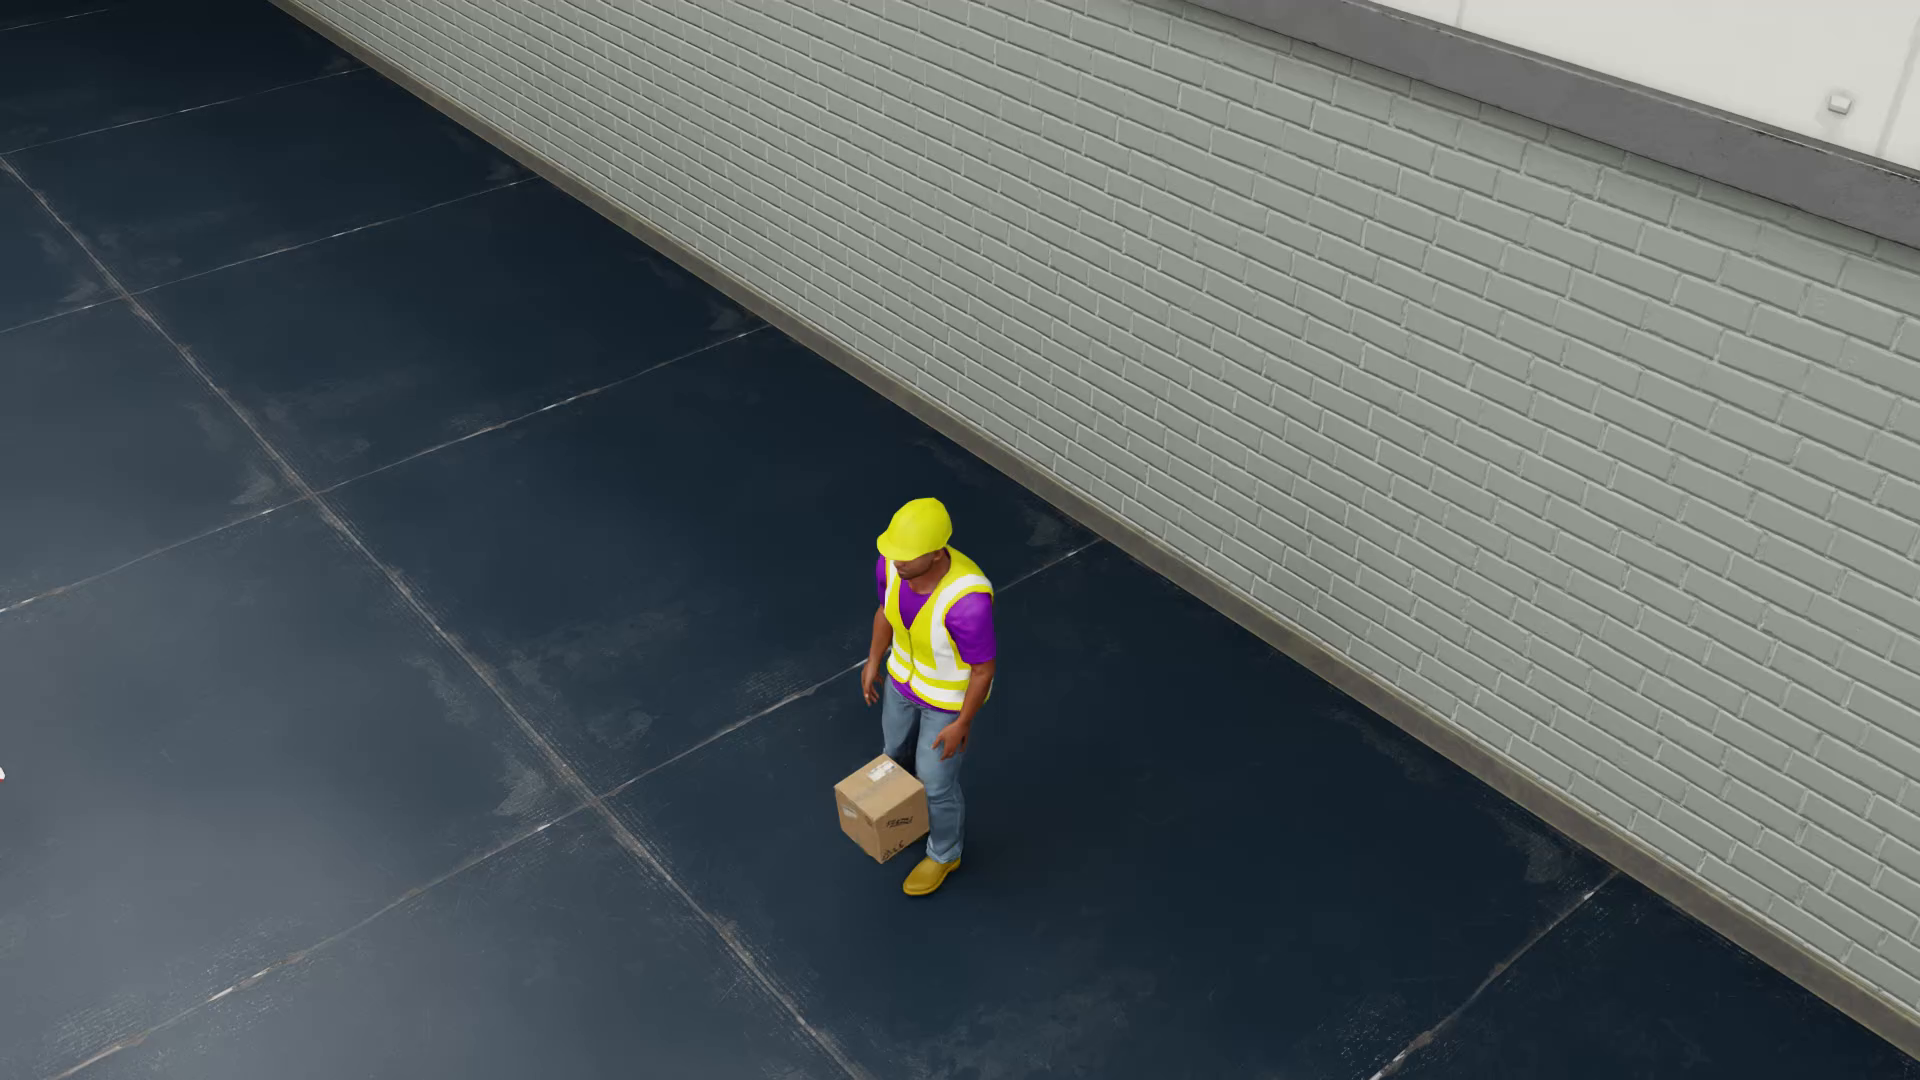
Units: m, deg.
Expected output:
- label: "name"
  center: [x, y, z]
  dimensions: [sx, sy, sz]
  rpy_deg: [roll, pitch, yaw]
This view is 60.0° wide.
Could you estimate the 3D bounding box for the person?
- label: "person"
  center: [-0.123, 0.566, 6.273]
  dimensions: [0.457, 1.764, 0.595]
  rpy_deg: [-28, 44, -33]
